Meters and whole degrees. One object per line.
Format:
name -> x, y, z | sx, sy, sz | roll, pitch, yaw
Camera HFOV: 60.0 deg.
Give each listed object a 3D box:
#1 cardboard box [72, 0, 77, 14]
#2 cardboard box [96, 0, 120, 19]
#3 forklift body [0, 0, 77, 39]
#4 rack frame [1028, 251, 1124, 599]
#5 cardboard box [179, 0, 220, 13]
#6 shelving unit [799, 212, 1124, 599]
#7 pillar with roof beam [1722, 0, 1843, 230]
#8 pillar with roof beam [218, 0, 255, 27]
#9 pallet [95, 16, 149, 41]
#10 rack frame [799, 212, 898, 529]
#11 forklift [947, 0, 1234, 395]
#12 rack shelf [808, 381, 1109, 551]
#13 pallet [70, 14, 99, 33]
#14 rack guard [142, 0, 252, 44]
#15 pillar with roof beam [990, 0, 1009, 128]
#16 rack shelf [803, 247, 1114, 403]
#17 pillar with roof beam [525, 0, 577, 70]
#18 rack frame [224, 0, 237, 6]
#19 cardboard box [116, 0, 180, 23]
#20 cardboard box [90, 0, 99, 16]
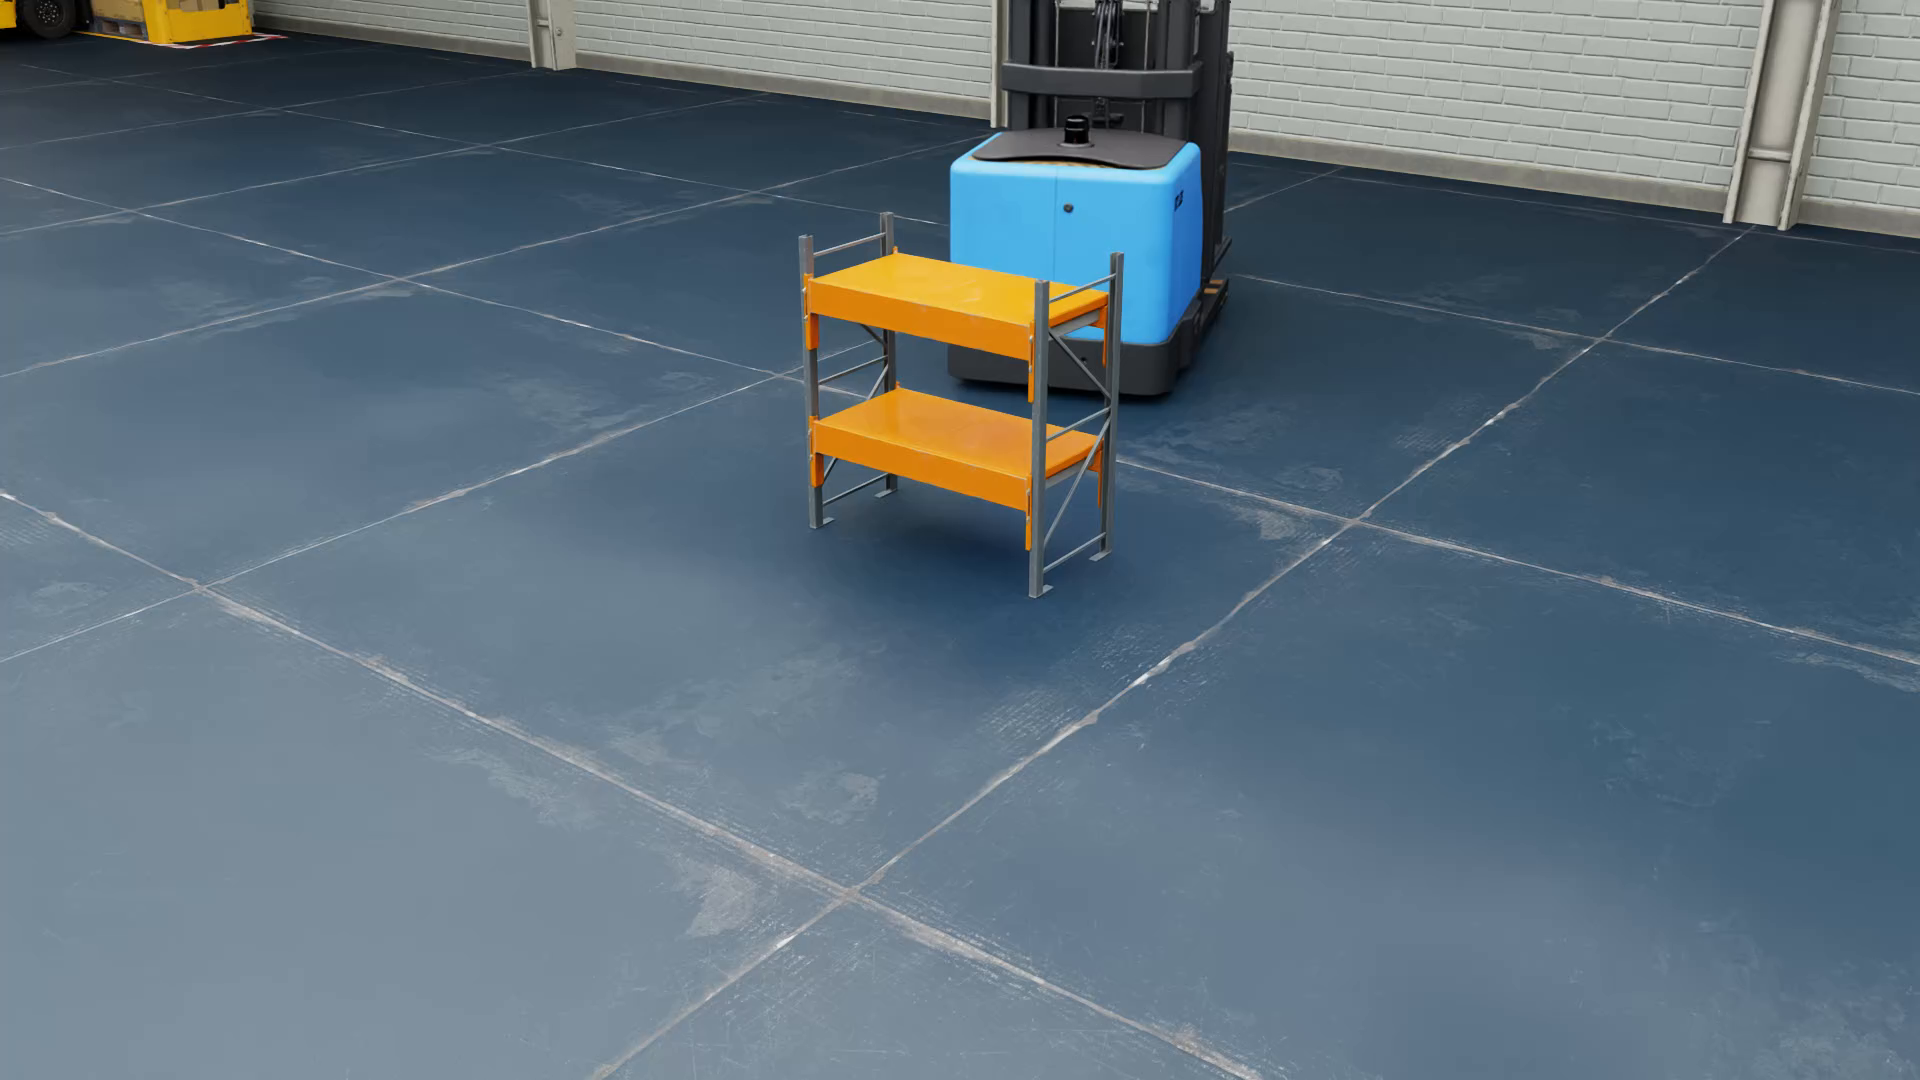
cardboard box -> -10.857, -6.688, 20.599 | 0.500, 0.250, 0.500 | 18, 29, 35
cardboard box -> -10.034, -6.446, 20.049 | 0.500, 0.250, 0.500 | 17, 29, 33
forklift body -> -11.687, -6.859, 19.149 | 1.214, 2.155, 2.313 | 17, 29, 33
rack frame -> 0.401, -0.393, 5.748 | 0.032, 1.125, 0.500 | 17, 29, 33
cardboard box -> -9.352, -6.493, 20.156 | 0.500, 0.250, 0.500 | 17, 29, 34
shelving unit -> -0.005, -0.516, 6.027 | 1.048, 1.125, 0.538 | 17, 29, 33
pillar with roof beam -> 2.729, -4.840, 6.074 | 0.400, 9.000, 9.100 | 17, 29, 33
pillar with roof beam -> -11.674, -9.193, 15.953 | 0.400, 9.000, 9.100 | 17, 29, 33
pallet -> -9.713, -6.273, 20.225 | 1.213, 0.211, 1.003 | 17, 29, 33
rack frame -> -0.412, -0.639, 6.306 | 0.032, 1.125, 0.500 | 17, 29, 33
forklift -> 0.846, -2.567, 8.441 | 1.130, 2.935, 3.031 | 7, 25, 15
rack shelf -> -0.005, -0.293, 6.125 | 1.000, 0.278, 0.538 | 17, 29, 33
pallet -> -10.685, -6.568, 20.895 | 1.213, 0.211, 1.003 | 17, 29, 33
rack guard -> -9.057, -6.228, 19.764 | 0.348, 0.500, 1.175 | 17, 29, 33
pillar with roof beam -> -2.072, -6.291, 9.367 | 0.400, 9.000, 9.100 | 17, 29, 33
rack shelf -> -0.005, -0.784, 5.909 | 1.000, 0.278, 0.538 | 17, 29, 33
pillar with roof beam -> -6.873, -7.742, 12.660 | 0.400, 9.000, 9.100 | 17, 29, 33
rack frame -> -9.076, -7.377, 19.273 | 0.127, 3.000, 1.000 | 17, 29, 33
cardboard box -> -9.641, -6.323, 19.770 | 0.500, 0.250, 0.500 | 17, 29, 34
cardboard box -> -10.428, -6.570, 20.331 | 0.500, 0.250, 0.500 | 17, 29, 34
